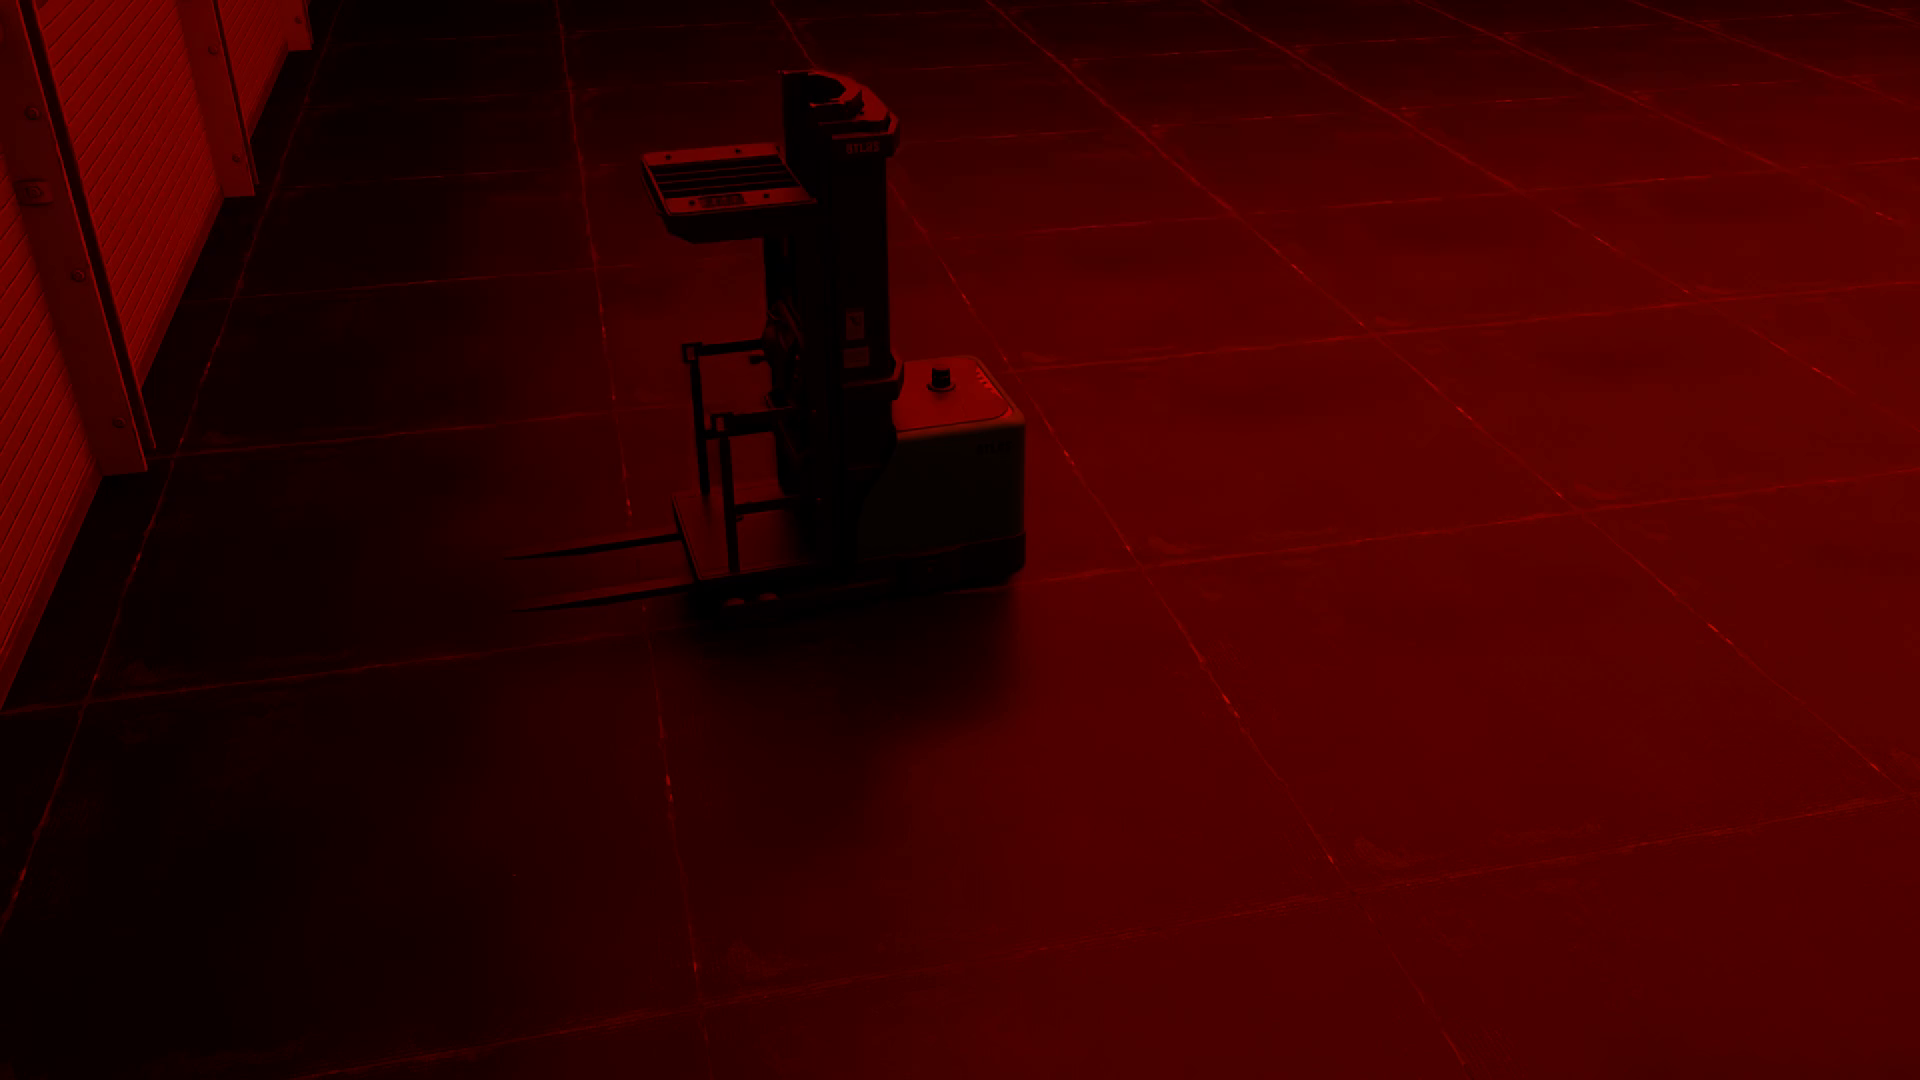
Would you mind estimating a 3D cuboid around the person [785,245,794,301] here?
[{"bbox_3d":[-1.111,-1.693,11.926,0.494,1.525,0.662,-27,39,-38],"label":"person"}]

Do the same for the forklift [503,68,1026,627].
[{"bbox_3d":[-1.179,-1.060,9.406,3.031,2.935,1.130,-9,31,-15],"label":"forklift"}]
